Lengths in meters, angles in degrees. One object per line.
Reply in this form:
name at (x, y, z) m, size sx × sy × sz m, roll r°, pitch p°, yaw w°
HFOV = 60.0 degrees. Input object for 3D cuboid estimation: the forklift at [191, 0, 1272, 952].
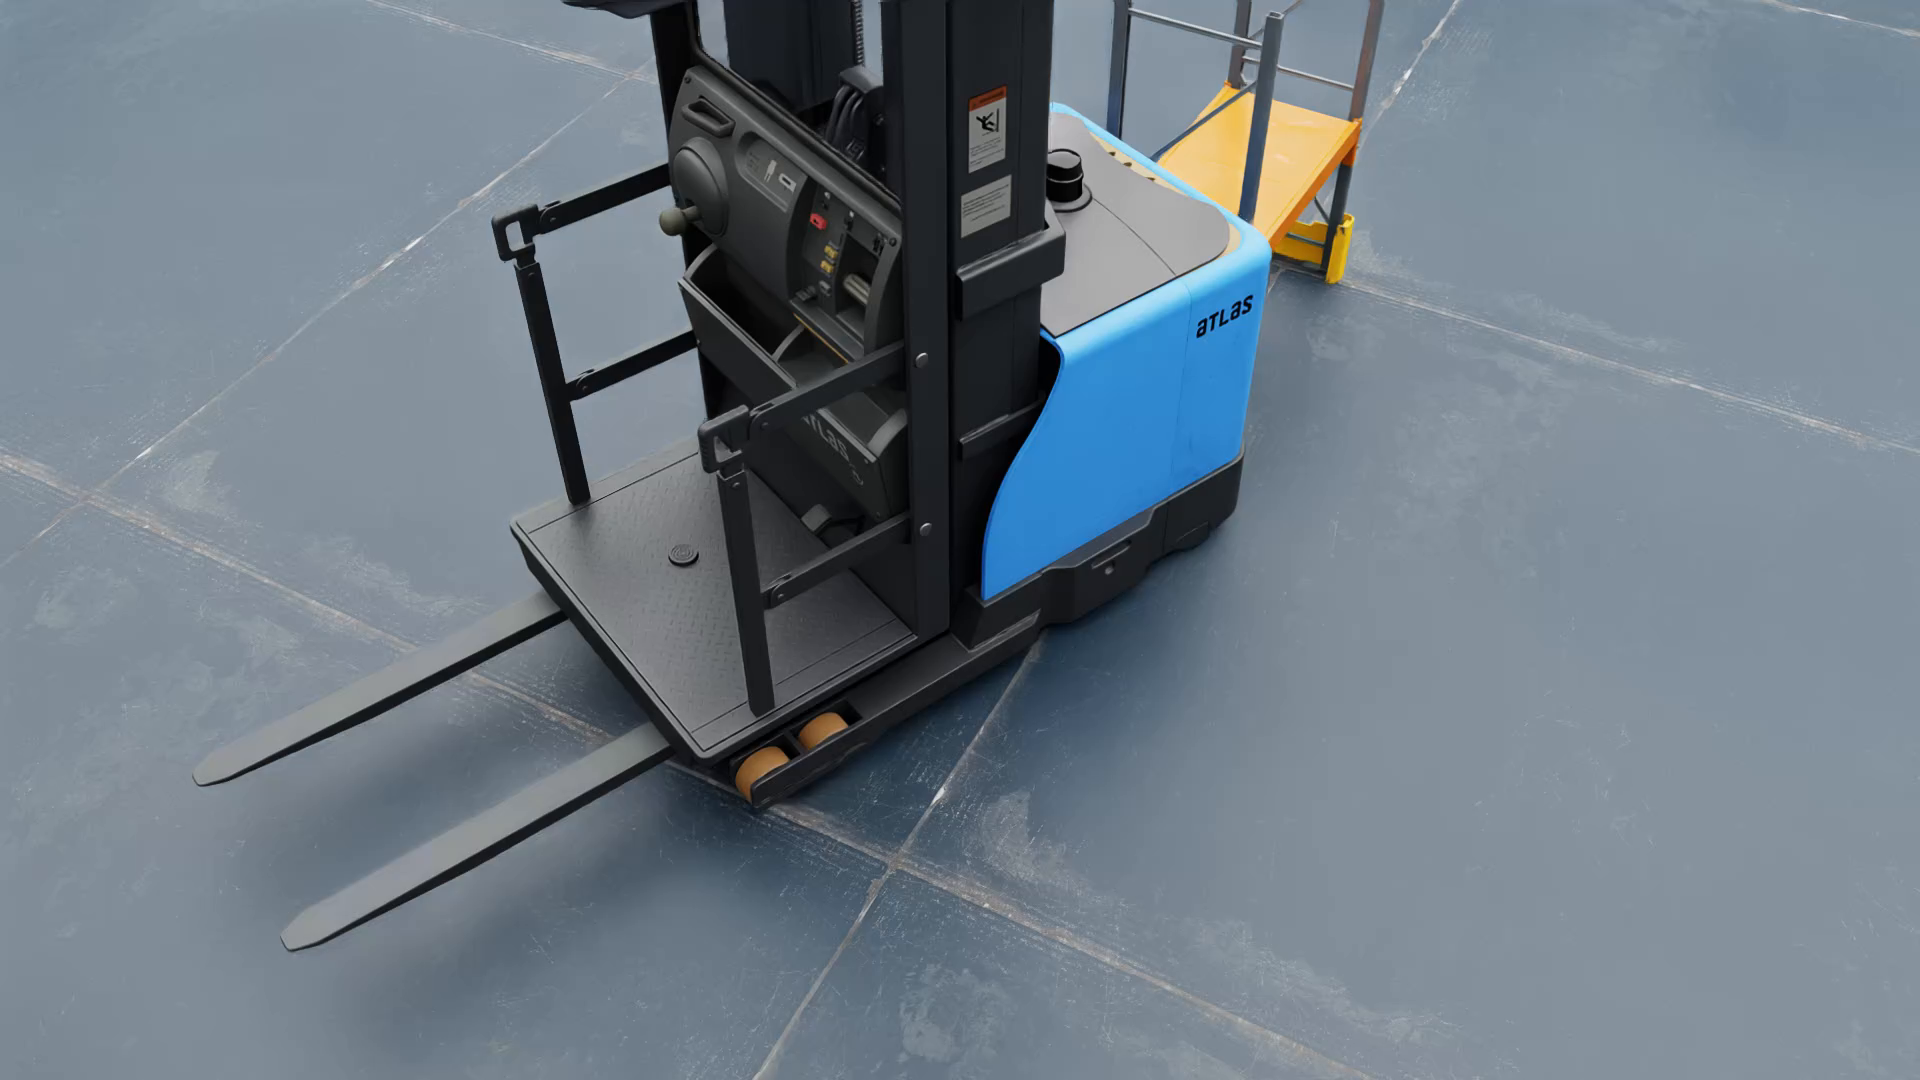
forklift at (-0.602, -0.734, 3.914) m, size 3.031 × 2.935 × 1.130 m, roll -29°, pitch 52°, yaw -25°

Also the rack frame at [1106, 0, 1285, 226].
rack frame at (0.669, -0.996, 5.180) m, size 0.500 × 1.500 × 0.032 m, roll 22°, pitch 49°, yaw 21°

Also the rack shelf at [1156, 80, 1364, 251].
rack shelf at (0.924, -1.182, 5.617) m, size 0.538 × 0.185 × 1.000 m, roll 22°, pitch 49°, yaw 21°

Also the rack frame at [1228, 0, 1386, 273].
rack frame at (1.179, -1.621, 5.798) m, size 0.500 × 1.500 × 0.032 m, roll 22°, pitch 49°, yaw 21°

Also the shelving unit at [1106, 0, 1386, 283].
shelving unit at (0.920, -1.303, 5.483) m, size 0.587 × 1.500 × 1.083 m, roll 22°, pitch 49°, yaw 21°

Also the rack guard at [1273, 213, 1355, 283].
rack guard at (1.169, -1.170, 6.231) m, size 0.587 × 0.250 × 0.087 m, roll 22°, pitch 49°, yaw 21°
